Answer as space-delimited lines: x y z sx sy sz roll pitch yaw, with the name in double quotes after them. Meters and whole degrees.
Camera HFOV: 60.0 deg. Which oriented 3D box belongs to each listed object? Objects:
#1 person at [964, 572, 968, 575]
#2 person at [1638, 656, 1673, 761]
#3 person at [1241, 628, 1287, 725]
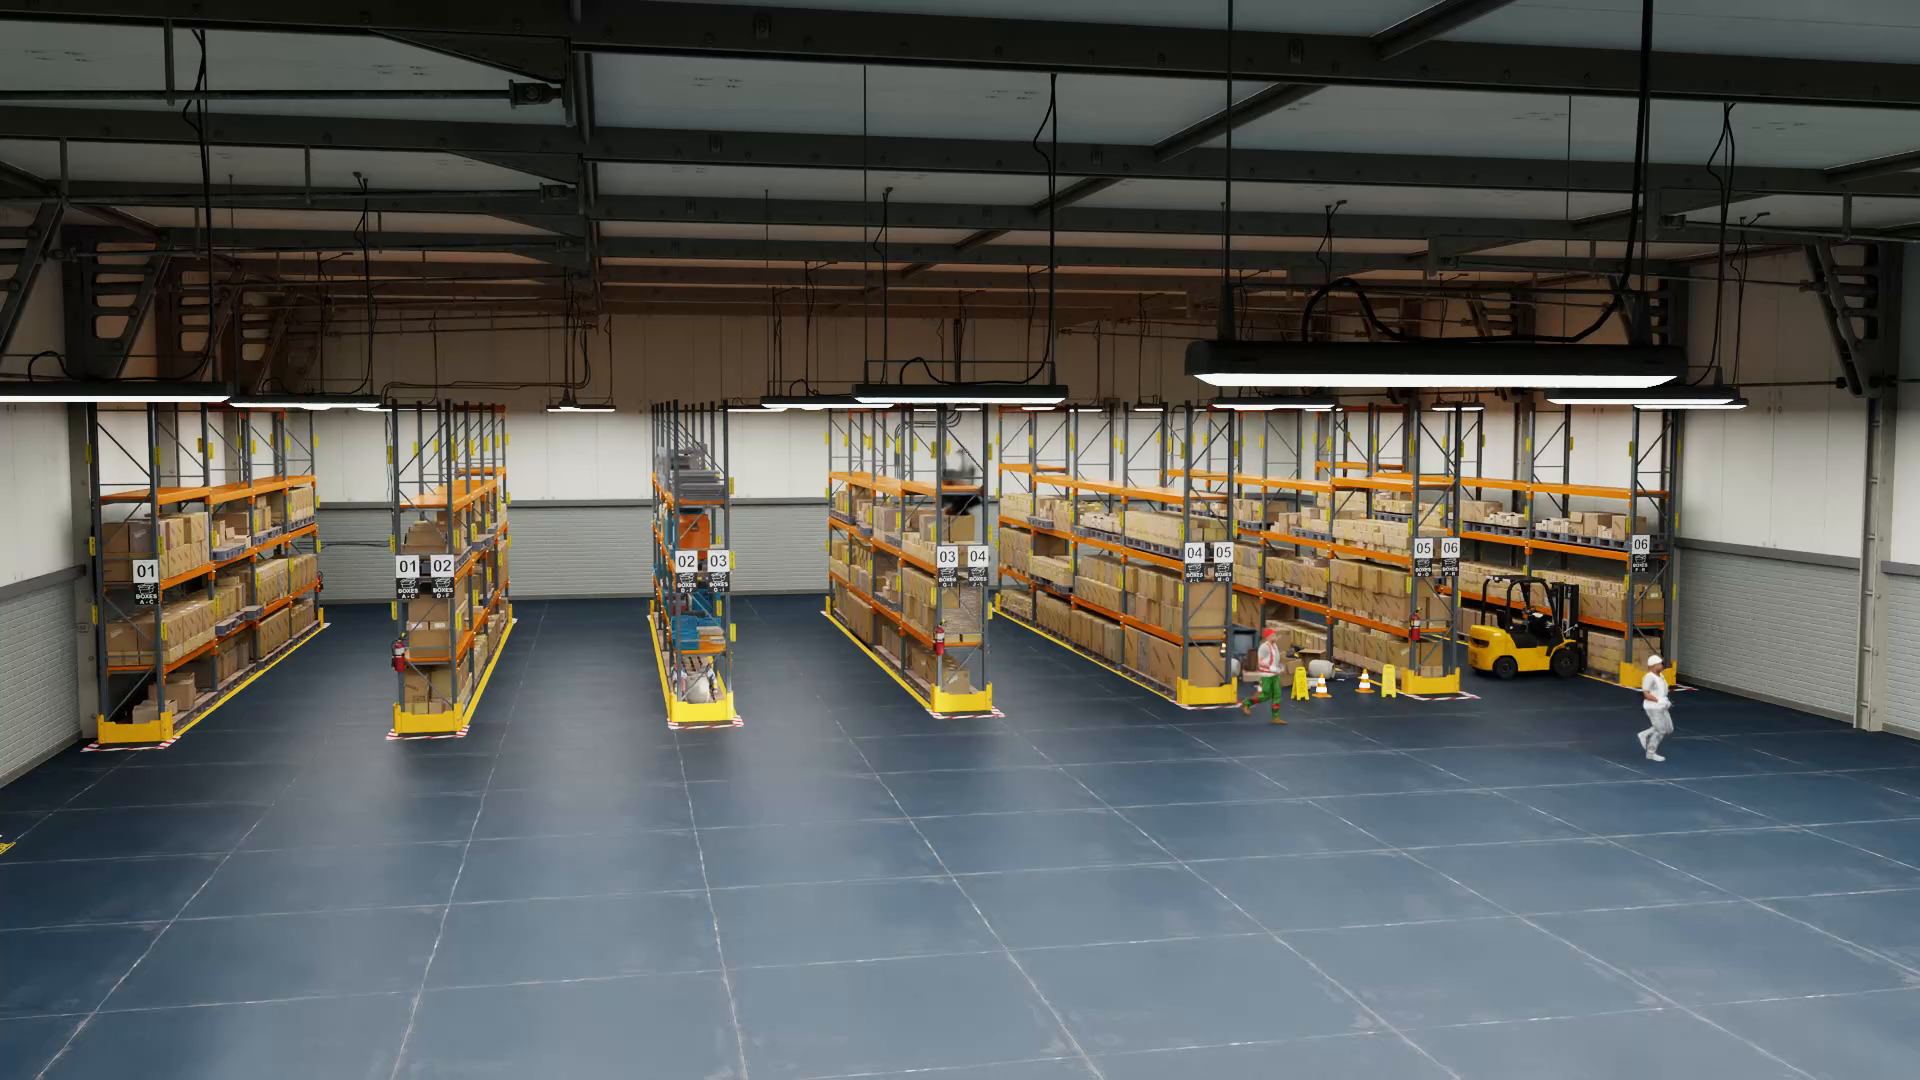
0.195 1.223 49.561 0.788 1.533 0.695 -1 4 -17 "person"
11.532 2.782 27.586 0.599 1.736 0.685 4 6 40 "person"
5.701 2.517 30.948 0.867 1.779 0.663 3 5 37 "person"
